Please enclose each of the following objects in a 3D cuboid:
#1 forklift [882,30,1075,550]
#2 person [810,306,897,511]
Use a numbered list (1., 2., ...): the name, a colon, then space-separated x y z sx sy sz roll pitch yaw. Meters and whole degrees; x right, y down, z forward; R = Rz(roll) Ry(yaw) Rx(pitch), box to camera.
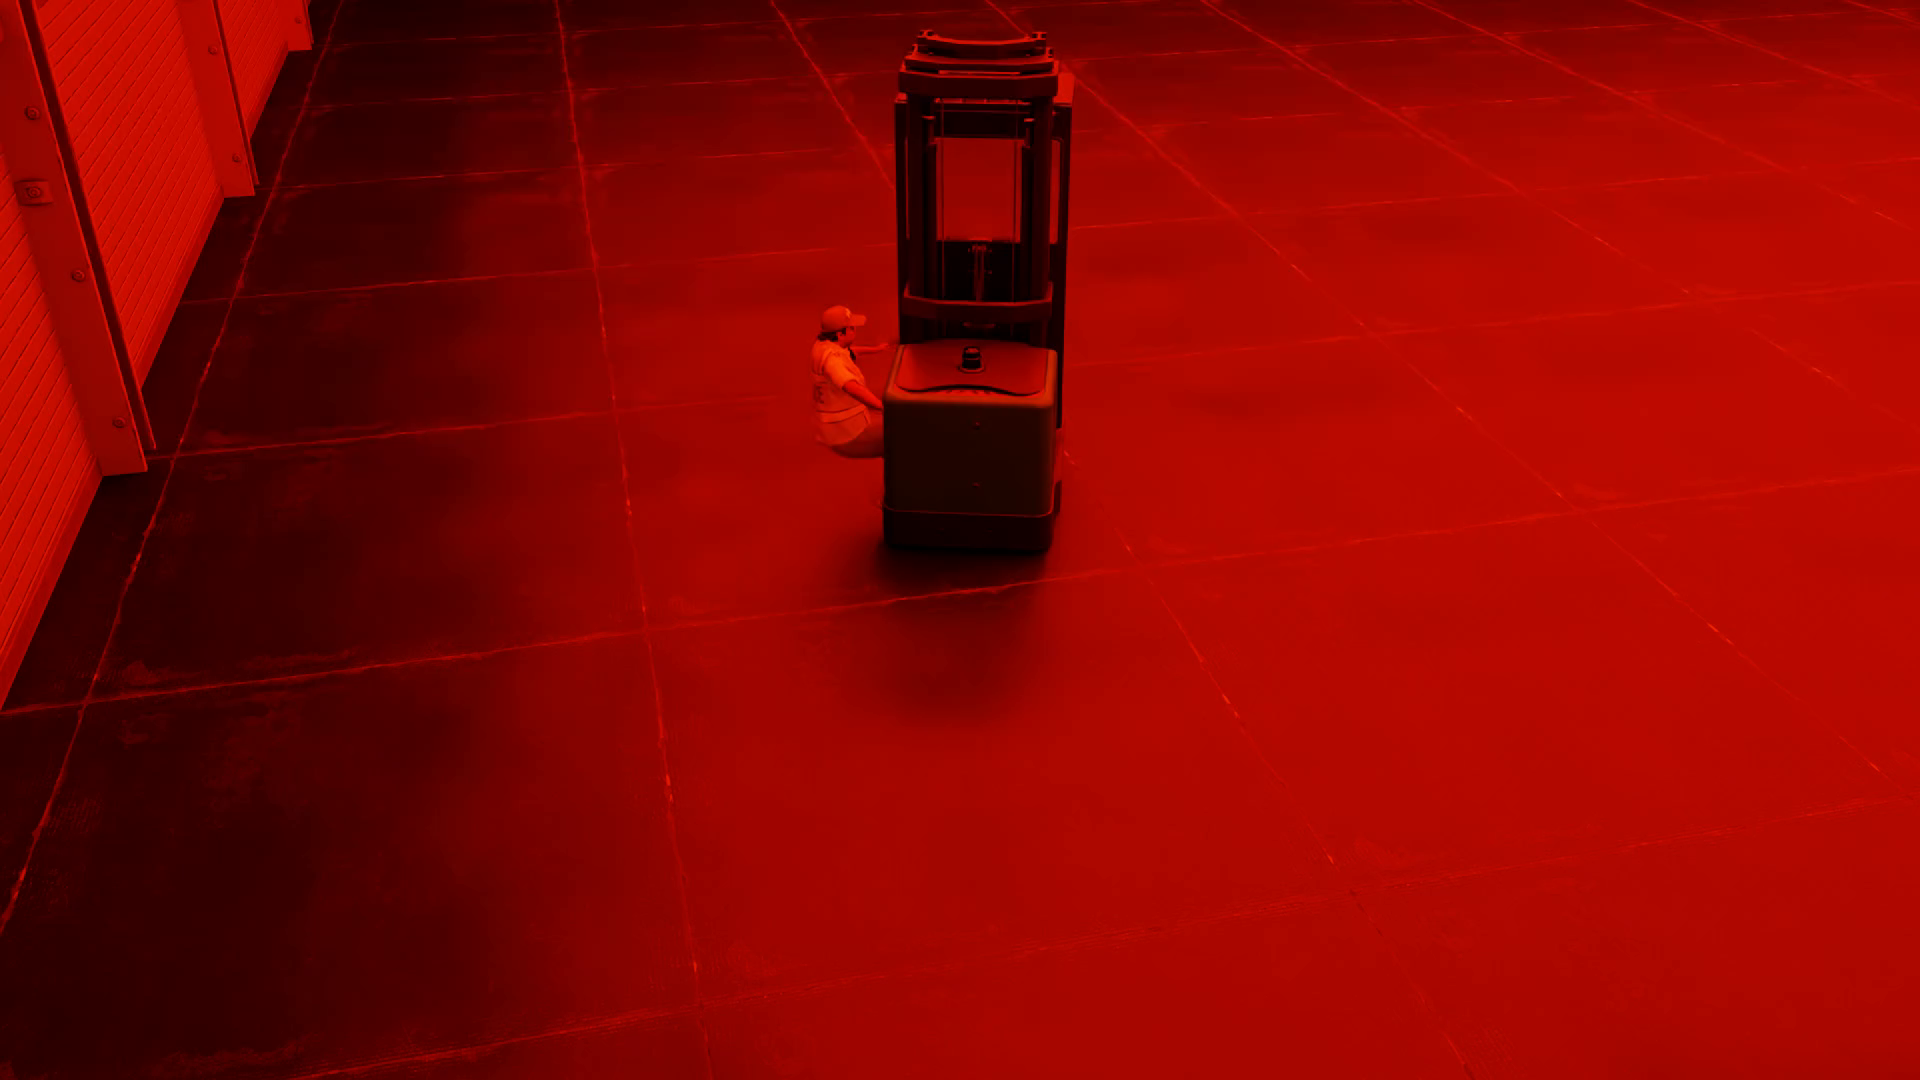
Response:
1. forklift: 0.164 -1.915 10.882 1.130 2.935 3.031 2 30 4
2. person: -0.519 -0.808 10.459 0.824 1.428 0.900 -14 33 -23
